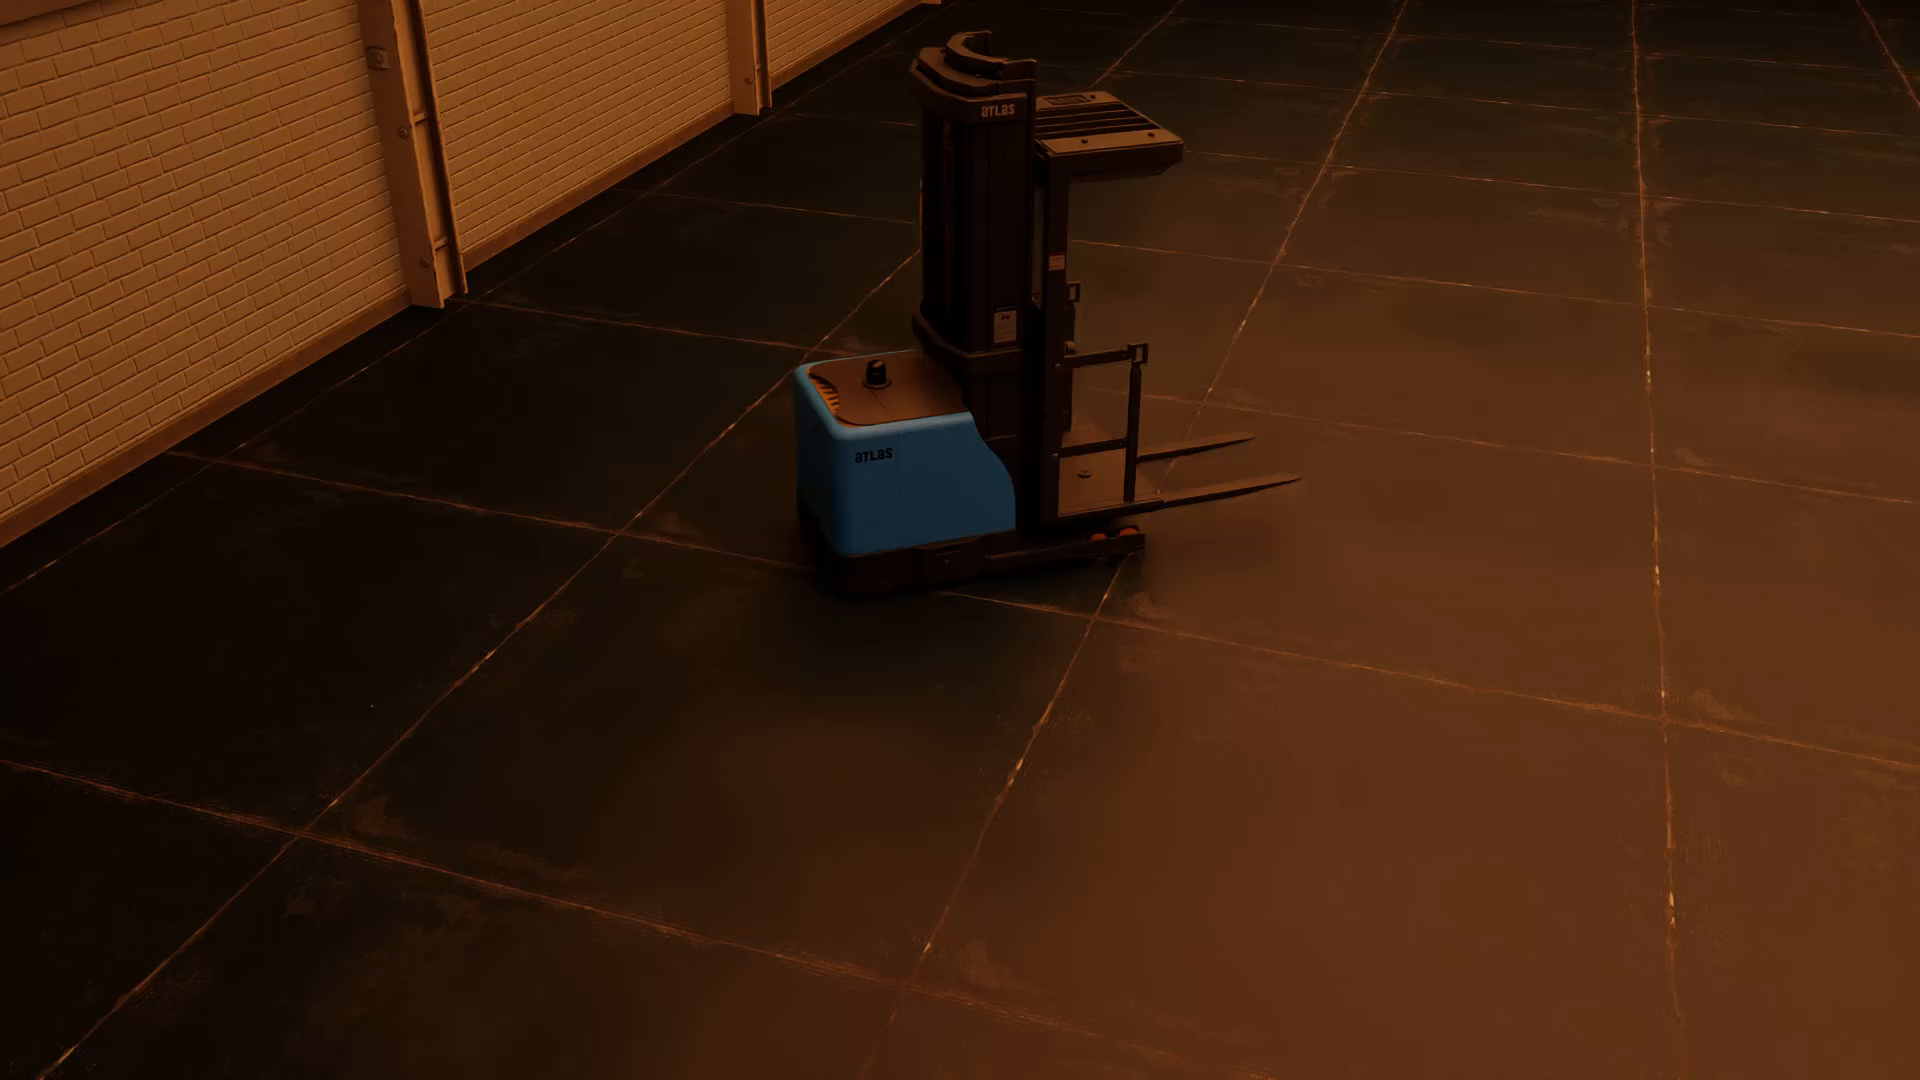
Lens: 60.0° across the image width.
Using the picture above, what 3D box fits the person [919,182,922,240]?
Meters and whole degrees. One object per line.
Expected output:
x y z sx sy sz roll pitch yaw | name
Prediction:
-0.058 -2.350 12.532 0.499 1.671 0.364 -1 30 -2 | person

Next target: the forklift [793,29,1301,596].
0.581 -1.381 9.559 3.031 2.935 1.130 -10 31 -16 | forklift
